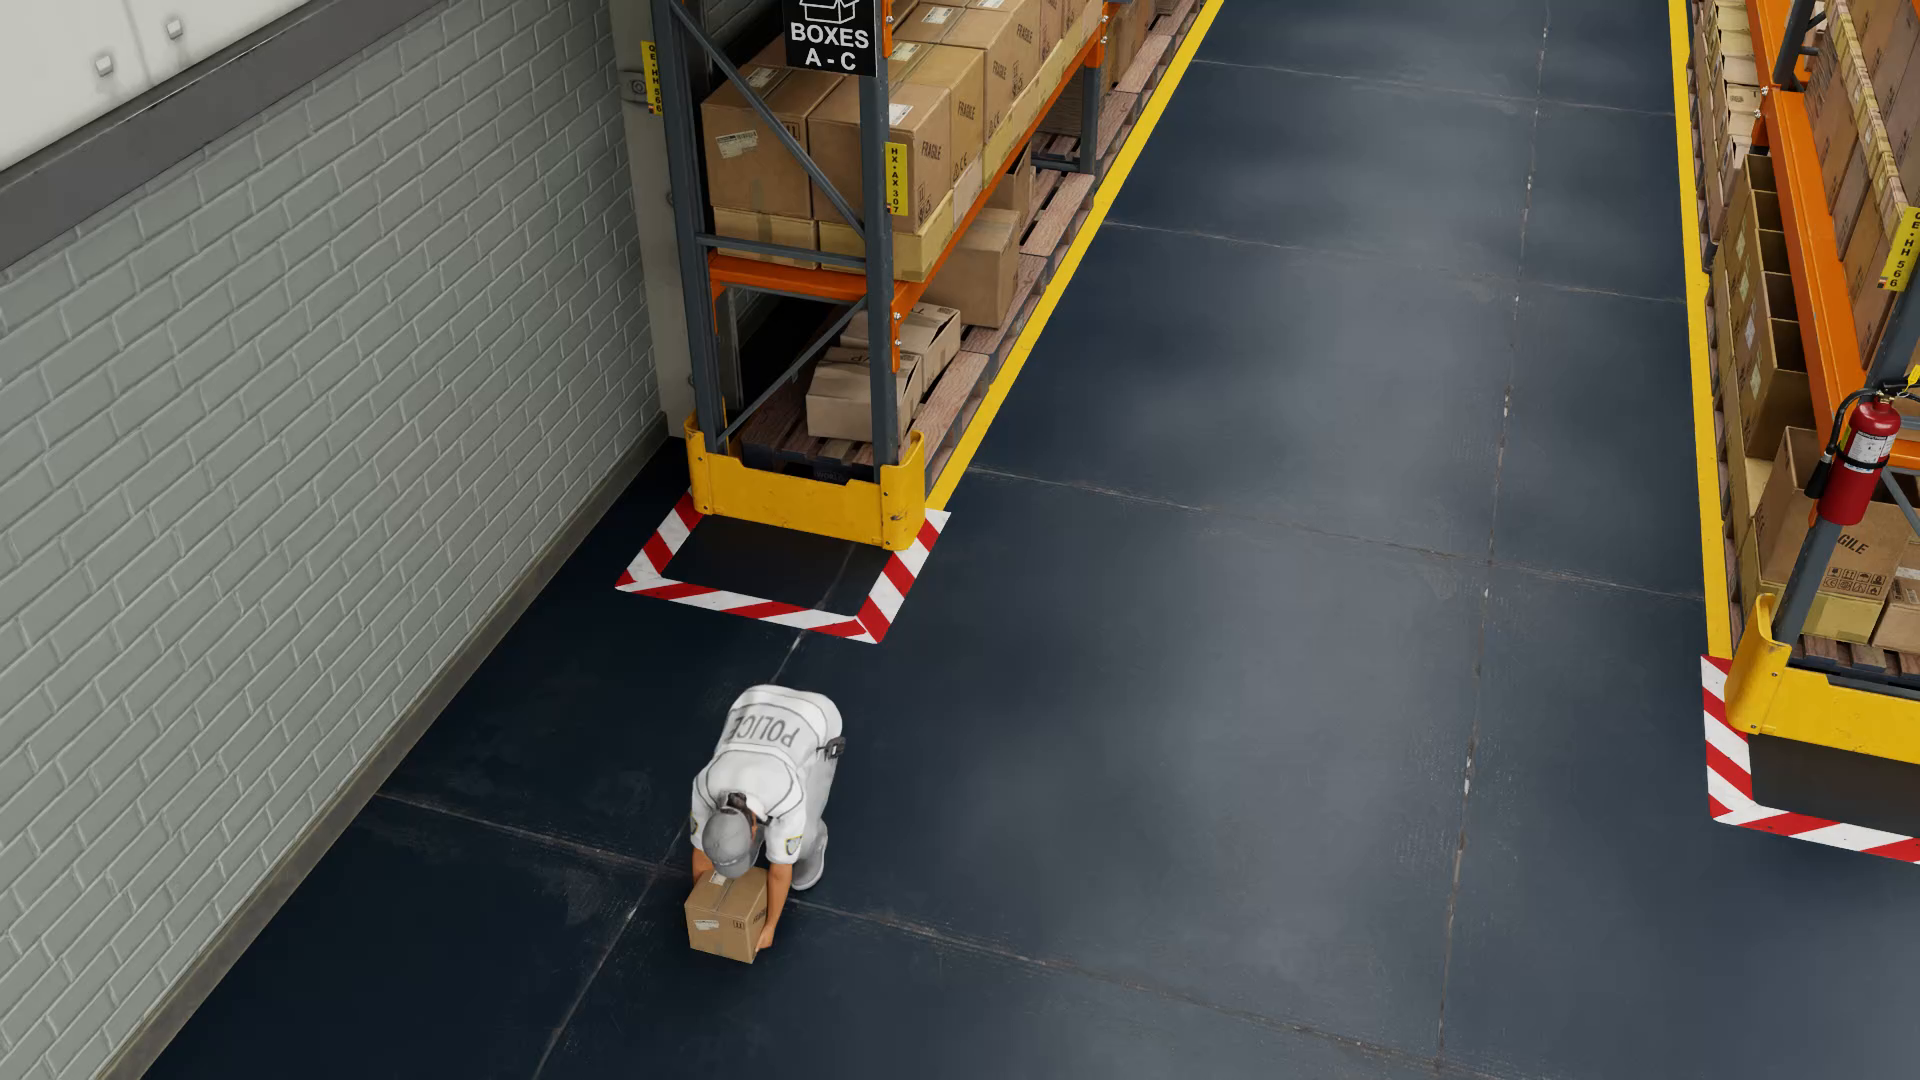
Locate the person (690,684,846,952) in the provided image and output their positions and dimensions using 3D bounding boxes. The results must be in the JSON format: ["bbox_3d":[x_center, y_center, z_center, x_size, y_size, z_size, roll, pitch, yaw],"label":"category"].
[{"bbox_3d":[-0.744,1.030,6.316,0.488,0.752,0.931,10,38,13],"label":"person"}]
